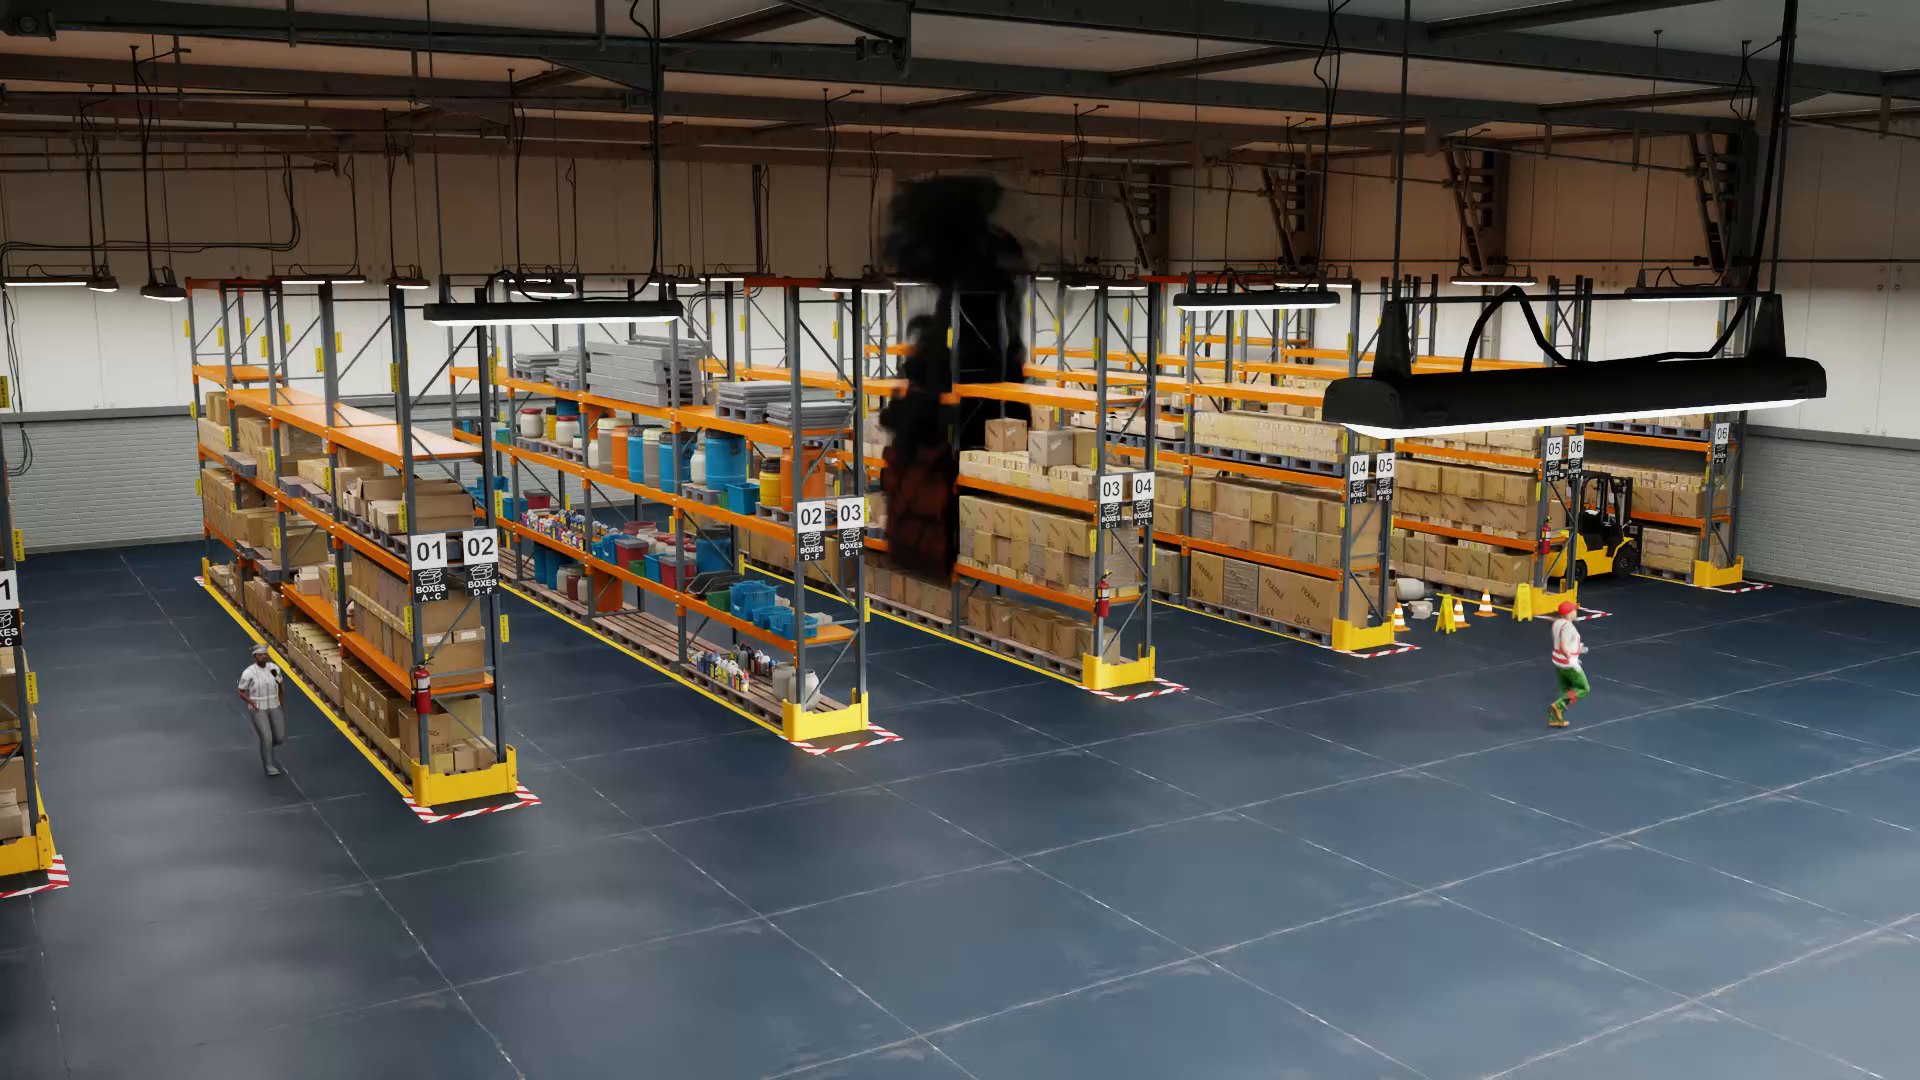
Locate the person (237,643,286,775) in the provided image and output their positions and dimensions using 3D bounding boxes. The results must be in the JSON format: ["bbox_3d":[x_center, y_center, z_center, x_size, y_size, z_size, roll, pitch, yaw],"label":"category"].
[{"bbox_3d":[-8.658,2.079,20.682,0.574,1.650,0.566,-9,13,-42],"label":"person"}]

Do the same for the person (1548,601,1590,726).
[{"bbox_3d":[8.329,1.688,22.701,0.577,1.740,0.650,-1,10,-5],"label":"person"}]

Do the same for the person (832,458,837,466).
[{"bbox_3d":[-2.954,-1.088,39.381,0.712,1.720,0.515,-2,10,-11],"label":"person"}]
